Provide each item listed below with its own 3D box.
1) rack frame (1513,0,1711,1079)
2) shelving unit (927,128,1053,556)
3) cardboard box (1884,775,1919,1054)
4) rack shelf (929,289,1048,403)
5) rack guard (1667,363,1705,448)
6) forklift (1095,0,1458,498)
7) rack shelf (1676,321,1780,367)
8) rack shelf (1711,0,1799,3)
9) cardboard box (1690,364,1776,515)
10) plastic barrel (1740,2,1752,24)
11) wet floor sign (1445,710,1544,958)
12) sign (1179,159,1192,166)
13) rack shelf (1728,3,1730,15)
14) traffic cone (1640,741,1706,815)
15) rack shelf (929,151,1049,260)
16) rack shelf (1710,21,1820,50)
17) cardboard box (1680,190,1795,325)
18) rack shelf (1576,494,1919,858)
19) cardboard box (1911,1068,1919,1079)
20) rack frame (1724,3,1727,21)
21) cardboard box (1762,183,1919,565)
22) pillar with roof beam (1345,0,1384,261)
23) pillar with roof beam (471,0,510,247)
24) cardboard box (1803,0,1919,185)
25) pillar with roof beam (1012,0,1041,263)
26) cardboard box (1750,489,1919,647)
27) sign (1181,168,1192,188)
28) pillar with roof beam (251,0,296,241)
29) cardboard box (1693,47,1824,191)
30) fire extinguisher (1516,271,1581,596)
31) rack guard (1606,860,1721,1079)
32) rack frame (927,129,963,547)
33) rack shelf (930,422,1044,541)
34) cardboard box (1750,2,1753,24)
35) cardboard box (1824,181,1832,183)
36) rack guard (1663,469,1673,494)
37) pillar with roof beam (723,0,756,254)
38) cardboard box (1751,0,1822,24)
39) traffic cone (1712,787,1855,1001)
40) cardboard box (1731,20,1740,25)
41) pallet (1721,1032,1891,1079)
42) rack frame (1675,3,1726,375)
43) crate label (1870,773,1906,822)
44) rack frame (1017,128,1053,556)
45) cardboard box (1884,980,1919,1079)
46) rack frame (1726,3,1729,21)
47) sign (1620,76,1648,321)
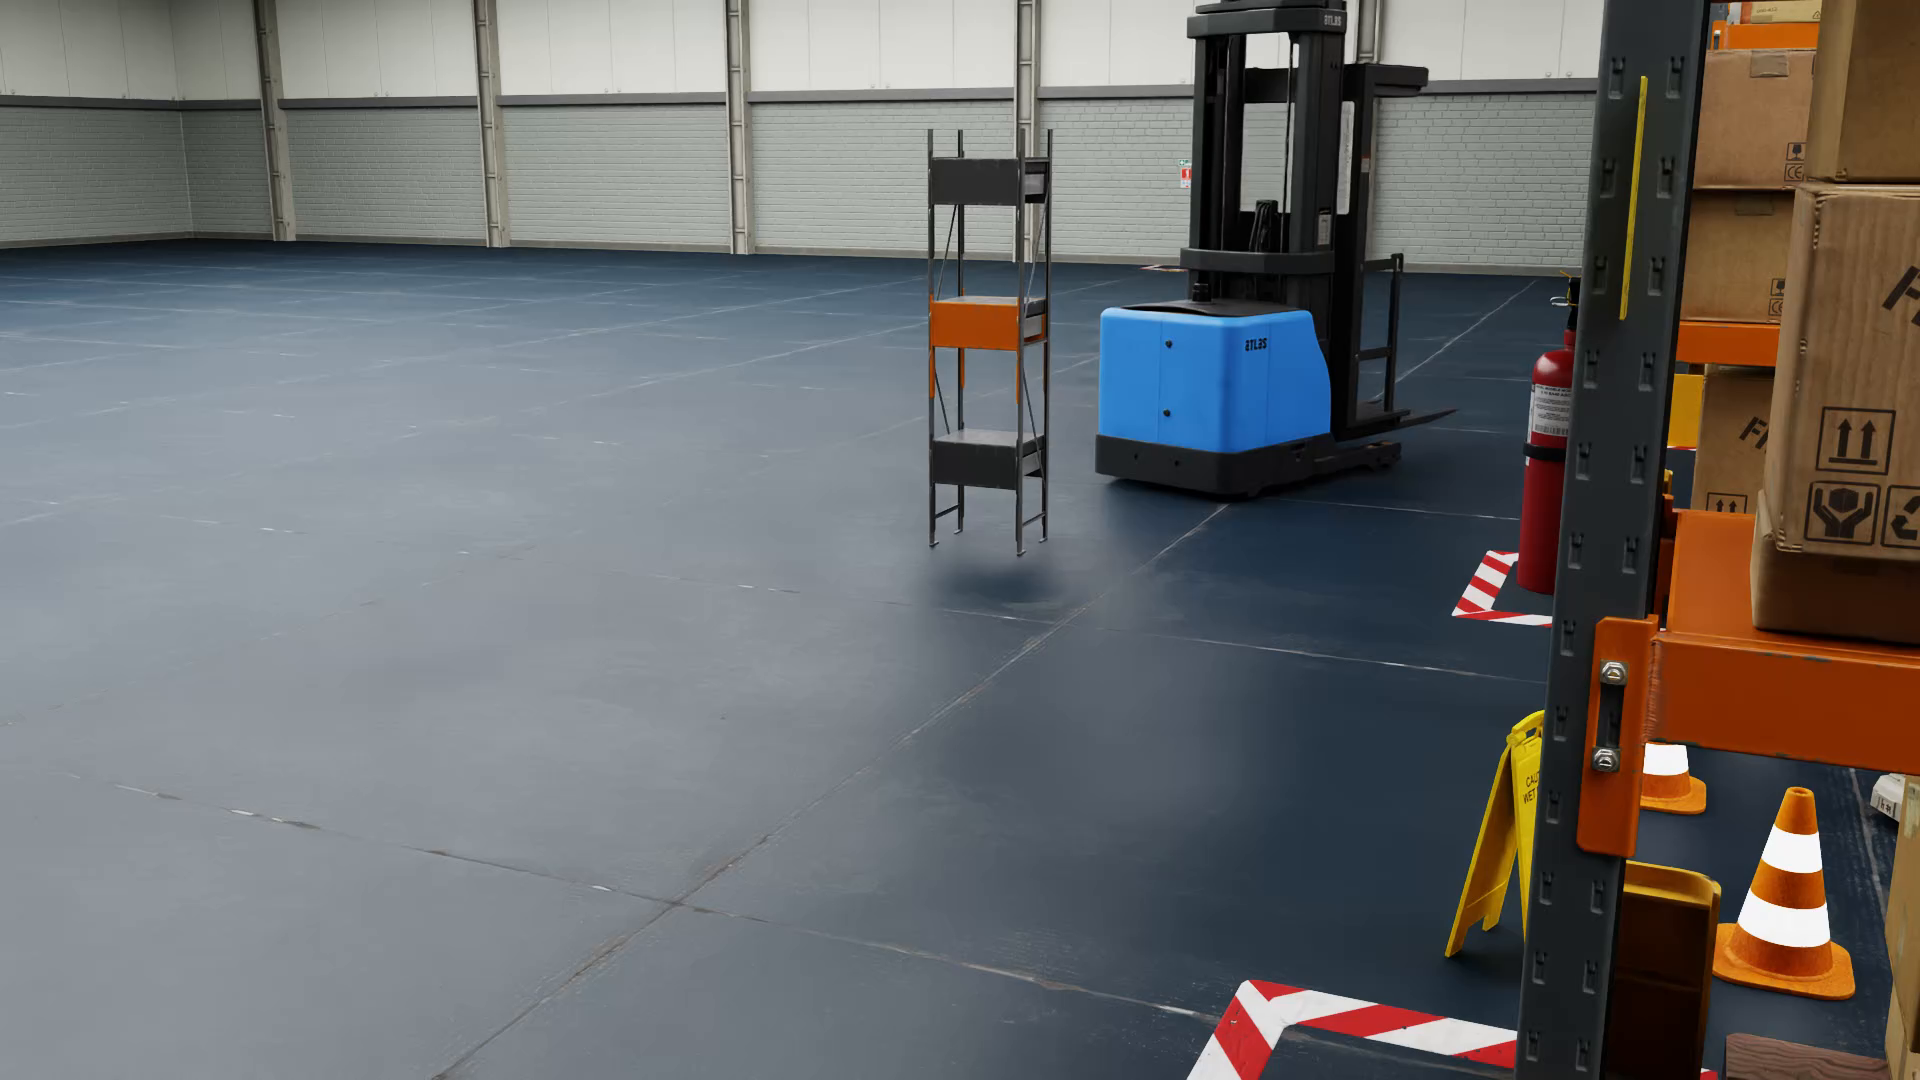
[{"bbox_3d":[1.151,-0.162,2.880,0.127,3.000,1.000,6,14,23],"label":"rack frame"},{"bbox_3d":[0.151,-1.007,8.450,0.503,2.100,0.431,6,14,23],"label":"shelving unit"},{"bbox_3d":[1.989,0.627,2.976,0.500,0.500,0.500,6,14,24],"label":"cardboard box"},{"bbox_3d":[0.151,-0.994,8.453,0.480,0.518,0.431,6,14,23],"label":"rack shelf"},{"bbox_3d":[5.234,-1.008,11.956,0.348,0.500,1.175,6,14,23],"label":"rack guard"},{"bbox_3d":[2.219,-1.939,10.604,1.130,2.935,3.031,13,18,43],"label":"forklift"},{"bbox_3d":[4.892,-0.670,6.619,4.000,0.370,1.077,6,14,23],"label":"rack shelf"},{"bbox_3d":[4.892,-2.130,6.276,4.000,0.370,1.077,6,14,23],"label":"rack shelf"},{"bbox_3d":[3.710,-0.326,7.312,0.875,0.875,0.875,6,14,24],"label":"cardboard box"},{"bbox_3d":[7.666,-5.122,15.591,0.708,0.830,0.600,6,14,23],"label":"plastic barrel"},{"bbox_3d":[1.410,0.743,4.176,0.232,0.644,0.267,12,18,42],"label":"wet floor sign"},{"bbox_3d":[3.981,-6.589,29.032,0.331,0.109,0.001,6,14,23],"label":"sign"},{"bbox_3d":[13.012,-7.720,23.536,4.000,0.370,1.077,6,14,23],"label":"rack shelf"},{"bbox_3d":[2.205,0.580,5.270,0.334,0.463,0.336,6,14,23],"label":"traffic cone"},{"bbox_3d":[0.151,-1.675,8.293,0.480,0.518,0.431,6,14,23],"label":"rack shelf"},{"bbox_3d":[6.993,-3.157,10.652,4.000,0.370,1.077,6,14,23],"label":"rack shelf"},{"bbox_3d":[3.421,-1.254,7.202,0.550,0.550,0.875,6,14,23],"label":"cardboard box"},{"bbox_3d":[2.979,0.373,2.173,4.000,0.370,1.077,6,14,23],"label":"rack shelf"},{"bbox_3d":[1.776,1.104,2.581,0.500,0.250,0.500,6,14,23],"label":"cardboard box"},{"bbox_3d":[7.171,-6.187,15.424,0.127,3.000,1.000,6,14,23],"label":"rack frame"},{"bbox_3d":[1.471,-0.254,2.401,0.500,0.500,0.500,6,14,22],"label":"cardboard box"},{"bbox_3d":[4.944,-8.028,23.270,0.400,9.000,9.100,6,14,23],"label":"pillar with roof beam"},{"bbox_3d":[-11.513,-9.694,30.368,0.400,9.000,9.100,6,14,23],"label":"pillar with roof beam"},{"bbox_3d":[1.706,-0.841,2.713,0.500,0.500,0.700,5,14,22],"label":"cardboard box"},{"bbox_3d":[-0.541,-8.583,25.636,0.400,9.000,9.100,6,14,23],"label":"pillar with roof beam"},{"bbox_3d":[1.377,0.035,2.590,0.250,0.149,0.380,6,14,23],"label":"cardboard box"},{"bbox_3d":[3.980,-6.334,29.102,0.234,0.329,0.001,6,14,23],"label":"sign"},{"bbox_3d":[-16.999,-10.249,32.734,0.400,9.000,9.100,6,14,23],"label":"pillar with roof beam"},{"bbox_3d":[3.387,-1.762,7.004,0.550,0.550,0.875,6,14,23],"label":"cardboard box"},{"bbox_3d":[1.233,-0.231,3.344,0.183,0.674,0.296,6,14,23],"label":"fire extinguisher"},{"bbox_3d":[1.220,1.062,3.135,0.348,0.500,1.175,6,14,23],"label":"rack guard"},{"bbox_3d":[-0.072,-1.029,8.546,0.015,2.100,0.400,6,14,23],"label":"rack frame"},{"bbox_3d":[0.151,-0.312,8.613,0.480,0.518,0.431,6,14,23],"label":"rack shelf"},{"bbox_3d":[5.708,-3.628,11.411,0.500,0.250,0.500,6,15,25],"label":"cardboard box"},{"bbox_3d":[1.758,-0.363,2.865,0.500,0.500,0.500,6,14,22],"label":"cardboard box"},{"bbox_3d":[3.041,0.009,7.621,0.348,0.500,1.175,6,14,23],"label":"rack guard"},{"bbox_3d":[-6.027,-9.139,28.002,0.400,9.000,9.100,6,14,23],"label":"pillar with roof beam"},{"bbox_3d":[5.500,-3.521,10.955,0.500,0.250,0.500,6,15,25],"label":"cardboard box"},{"bbox_3d":[2.066,0.843,4.148,0.334,0.463,0.336,6,14,23],"label":"traffic cone"},{"bbox_3d":[11.437,-7.255,24.089,0.500,0.500,0.500,5,14,19],"label":"cardboard box"},{"bbox_3d":[1.949,1.285,2.816,1.213,0.211,1.003,6,14,23],"label":"pallet"},{"bbox_3d":[5.165,-2.232,11.701,0.127,3.000,1.000,6,14,23],"label":"rack frame"},{"bbox_3d":[2.949,0.798,5.053,0.298,0.136,0.250,-1,13,-6],"label":"crate label"},{"bbox_3d":[0.374,-0.984,8.353,0.015,2.100,0.400,6,14,23],"label":"rack frame"},{"bbox_3d":[2.021,0.993,3.057,0.500,0.250,0.500,6,14,23],"label":"cardboard box"},{"bbox_3d":[9.180,-7.221,19.832,0.127,3.000,1.000,6,14,23],"label":"rack frame"},{"bbox_3d":[0.931,-0.470,2.298,0.005,0.325,0.100,6,14,23],"label":"sign"}]
